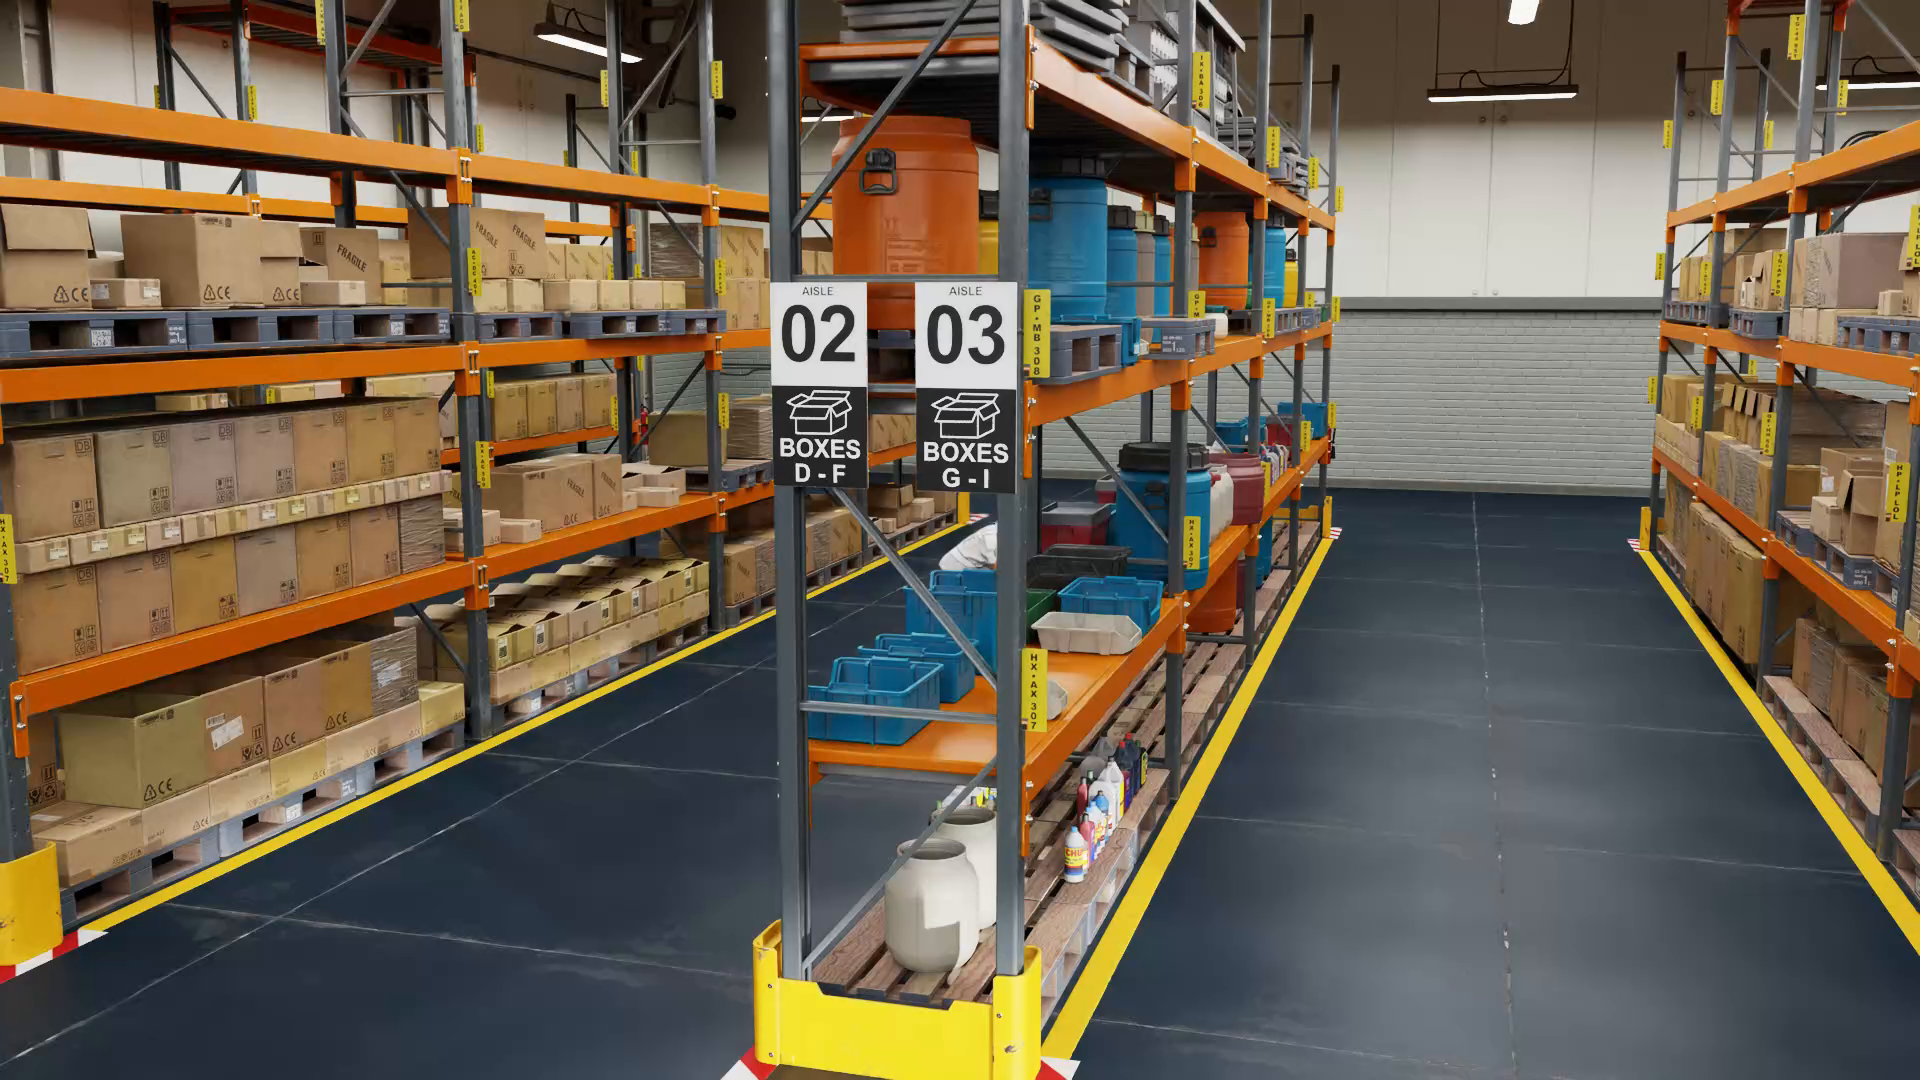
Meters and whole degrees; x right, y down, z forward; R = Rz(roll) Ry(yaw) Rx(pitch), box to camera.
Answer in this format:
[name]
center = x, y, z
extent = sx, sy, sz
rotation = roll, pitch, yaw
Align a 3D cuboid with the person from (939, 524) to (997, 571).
[person]
center = 0.233, 0.326, 15.471
extent = 0.822, 1.133, 0.535
rotation = 2, 9, 16
